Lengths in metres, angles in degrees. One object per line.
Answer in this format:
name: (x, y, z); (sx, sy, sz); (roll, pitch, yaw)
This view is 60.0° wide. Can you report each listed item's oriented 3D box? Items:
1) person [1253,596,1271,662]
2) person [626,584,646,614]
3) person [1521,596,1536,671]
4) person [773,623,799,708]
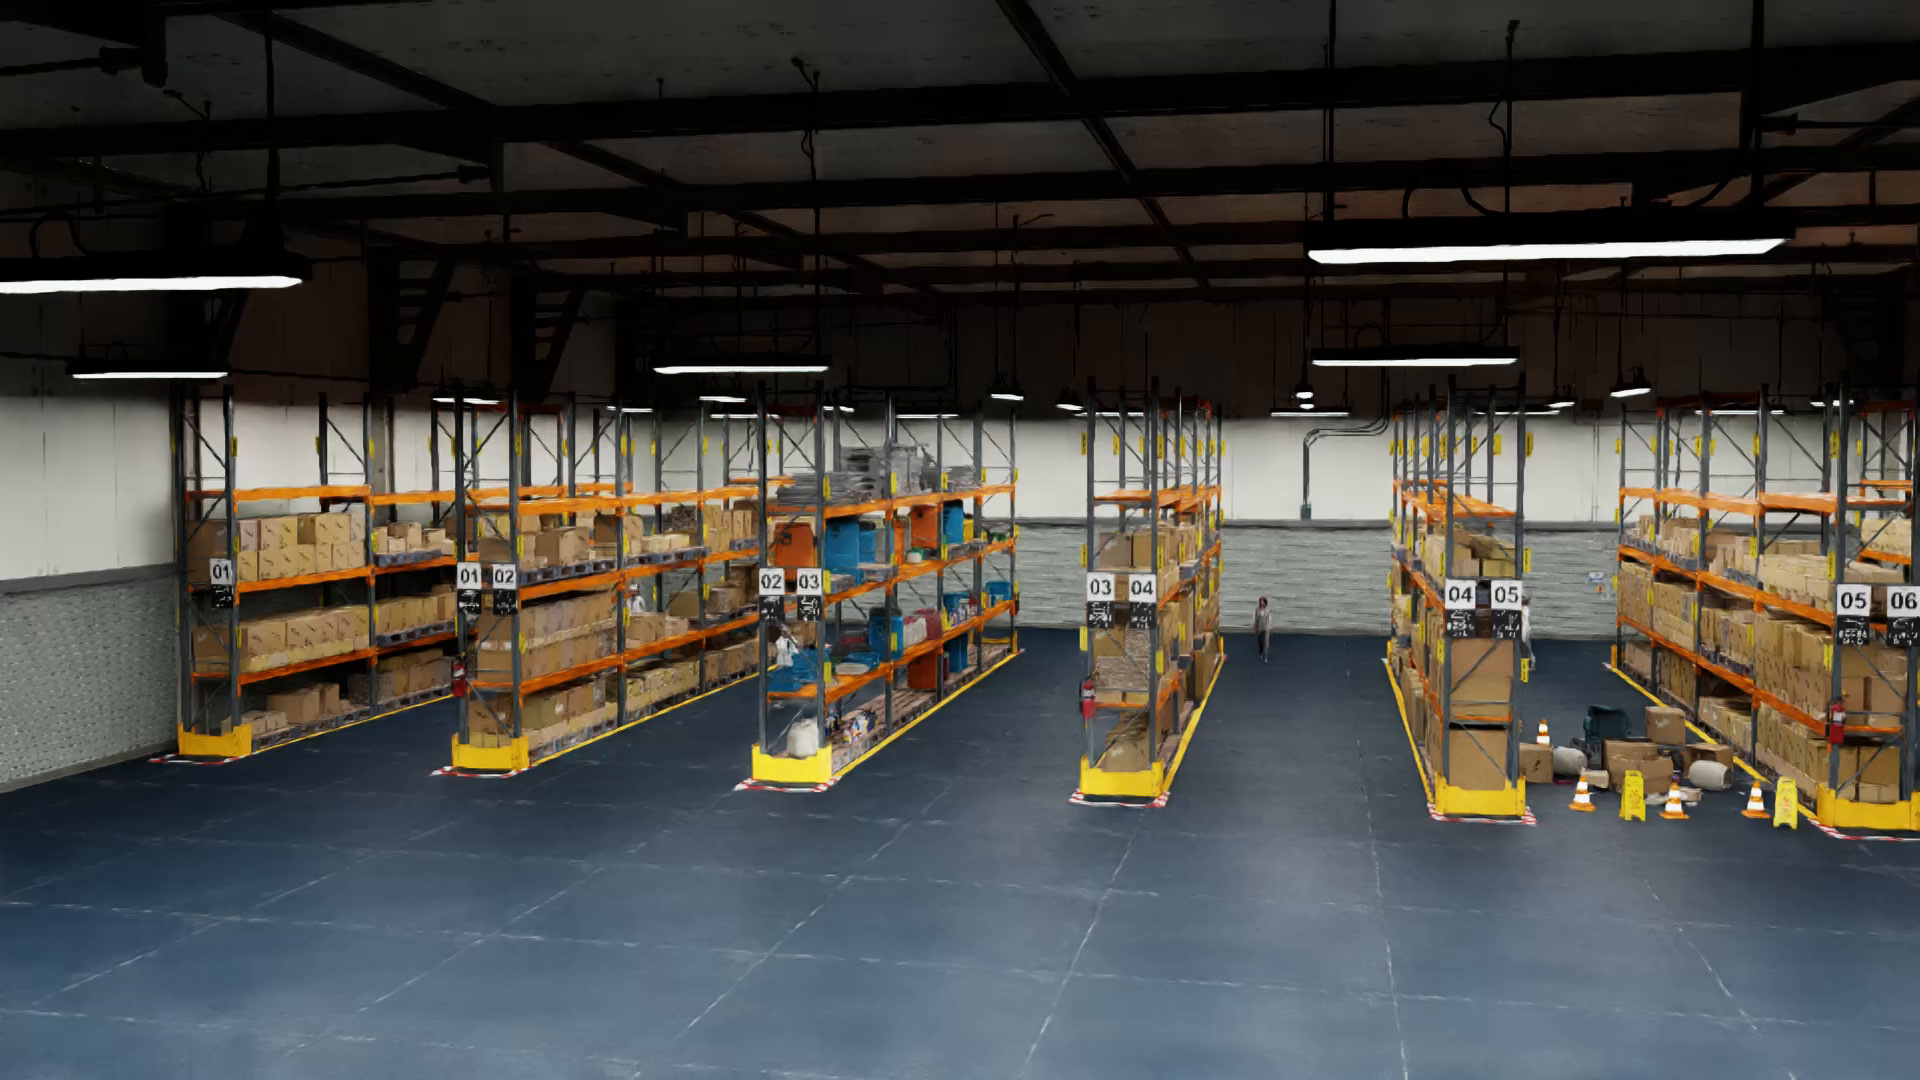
person: (7.048, 2.077, 38.801); (0.417, 1.480, 1.037); (1, 3, 14)
person: (-7.777, 1.908, 39.930); (0.555, 1.725, 1.029); (1, 3, 11)
person: (12.645, 2.072, 37.329); (0.546, 1.663, 0.654); (1, 3, 17)
person: (-3.313, 2.394, 31.930); (0.500, 1.625, 0.997); (1, 3, 11)
